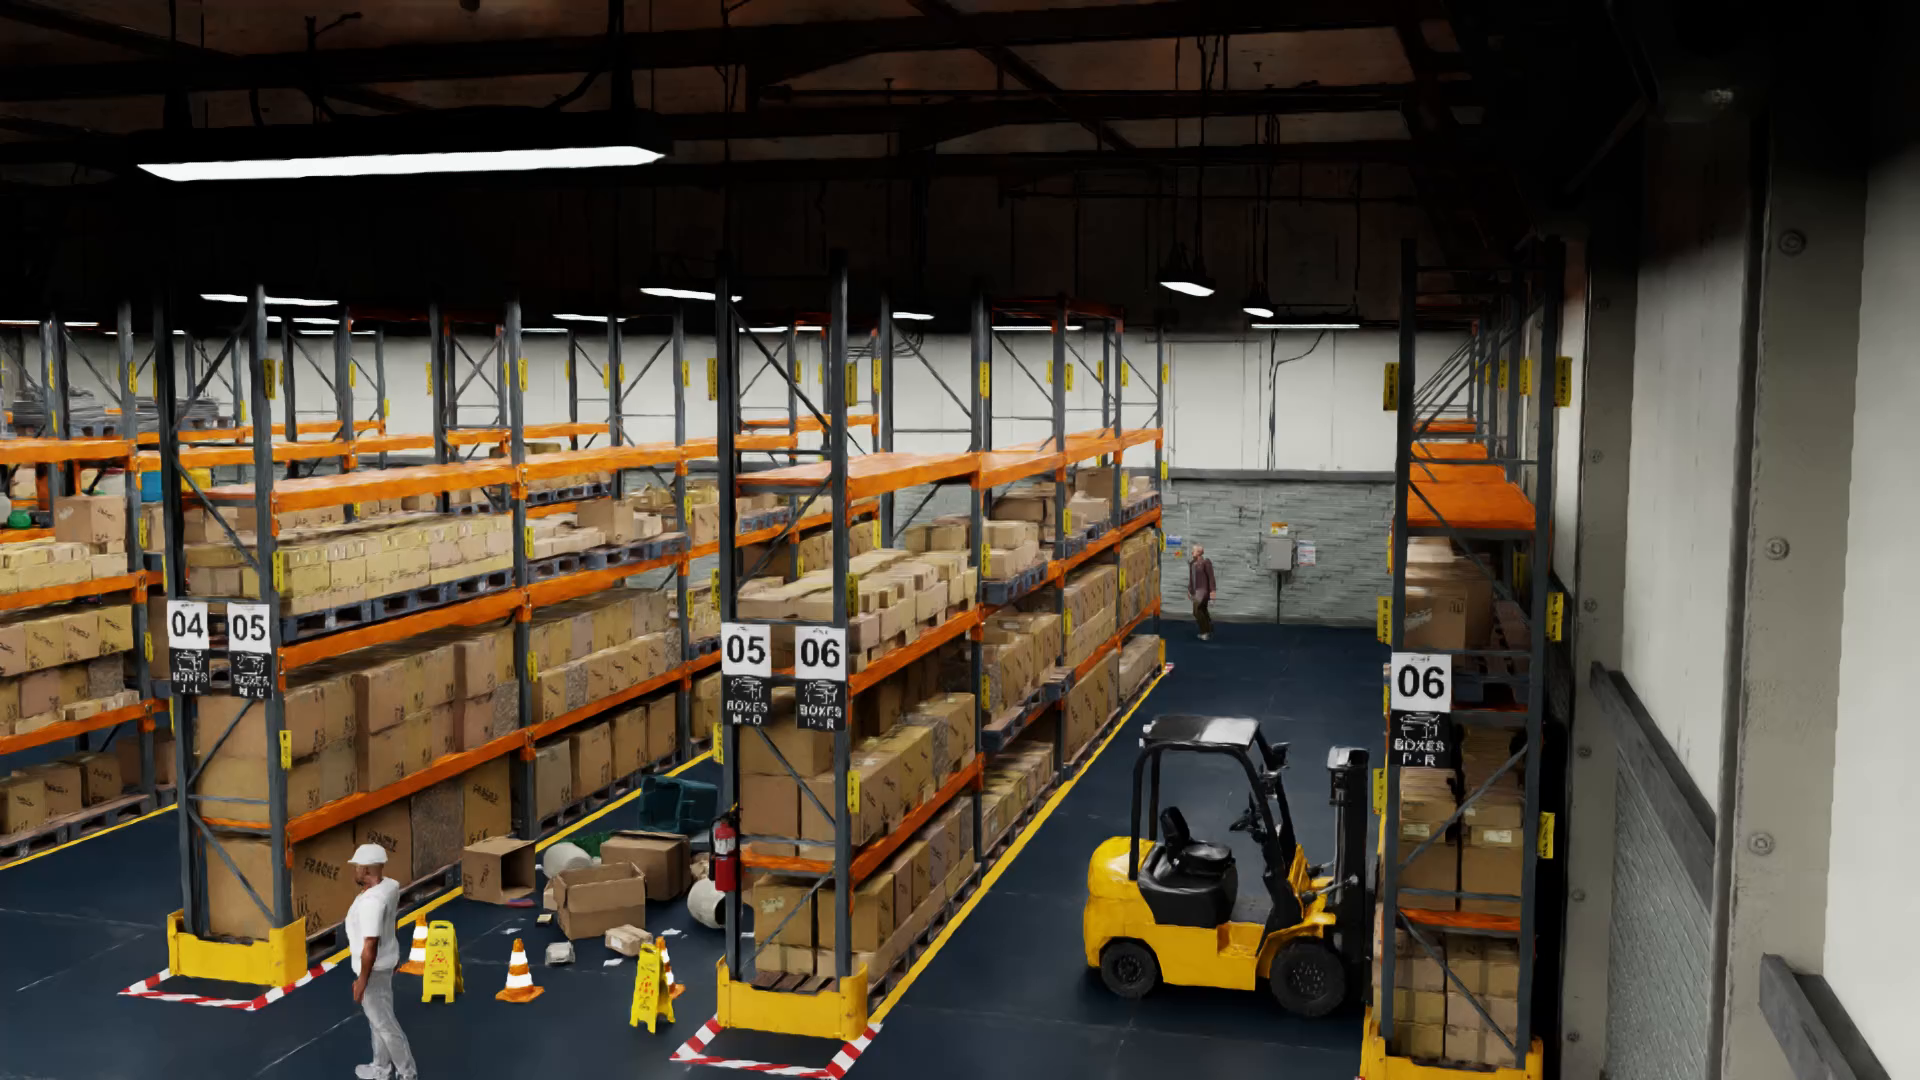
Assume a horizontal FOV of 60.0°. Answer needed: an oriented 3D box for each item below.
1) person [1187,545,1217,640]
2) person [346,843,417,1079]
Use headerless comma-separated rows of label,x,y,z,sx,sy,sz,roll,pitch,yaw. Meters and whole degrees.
person,4.544,0.968,31.222,0.540,1.763,0.695,-2,7,-22
person,-4.133,3.047,11.869,0.475,1.764,0.747,-1,6,-14
